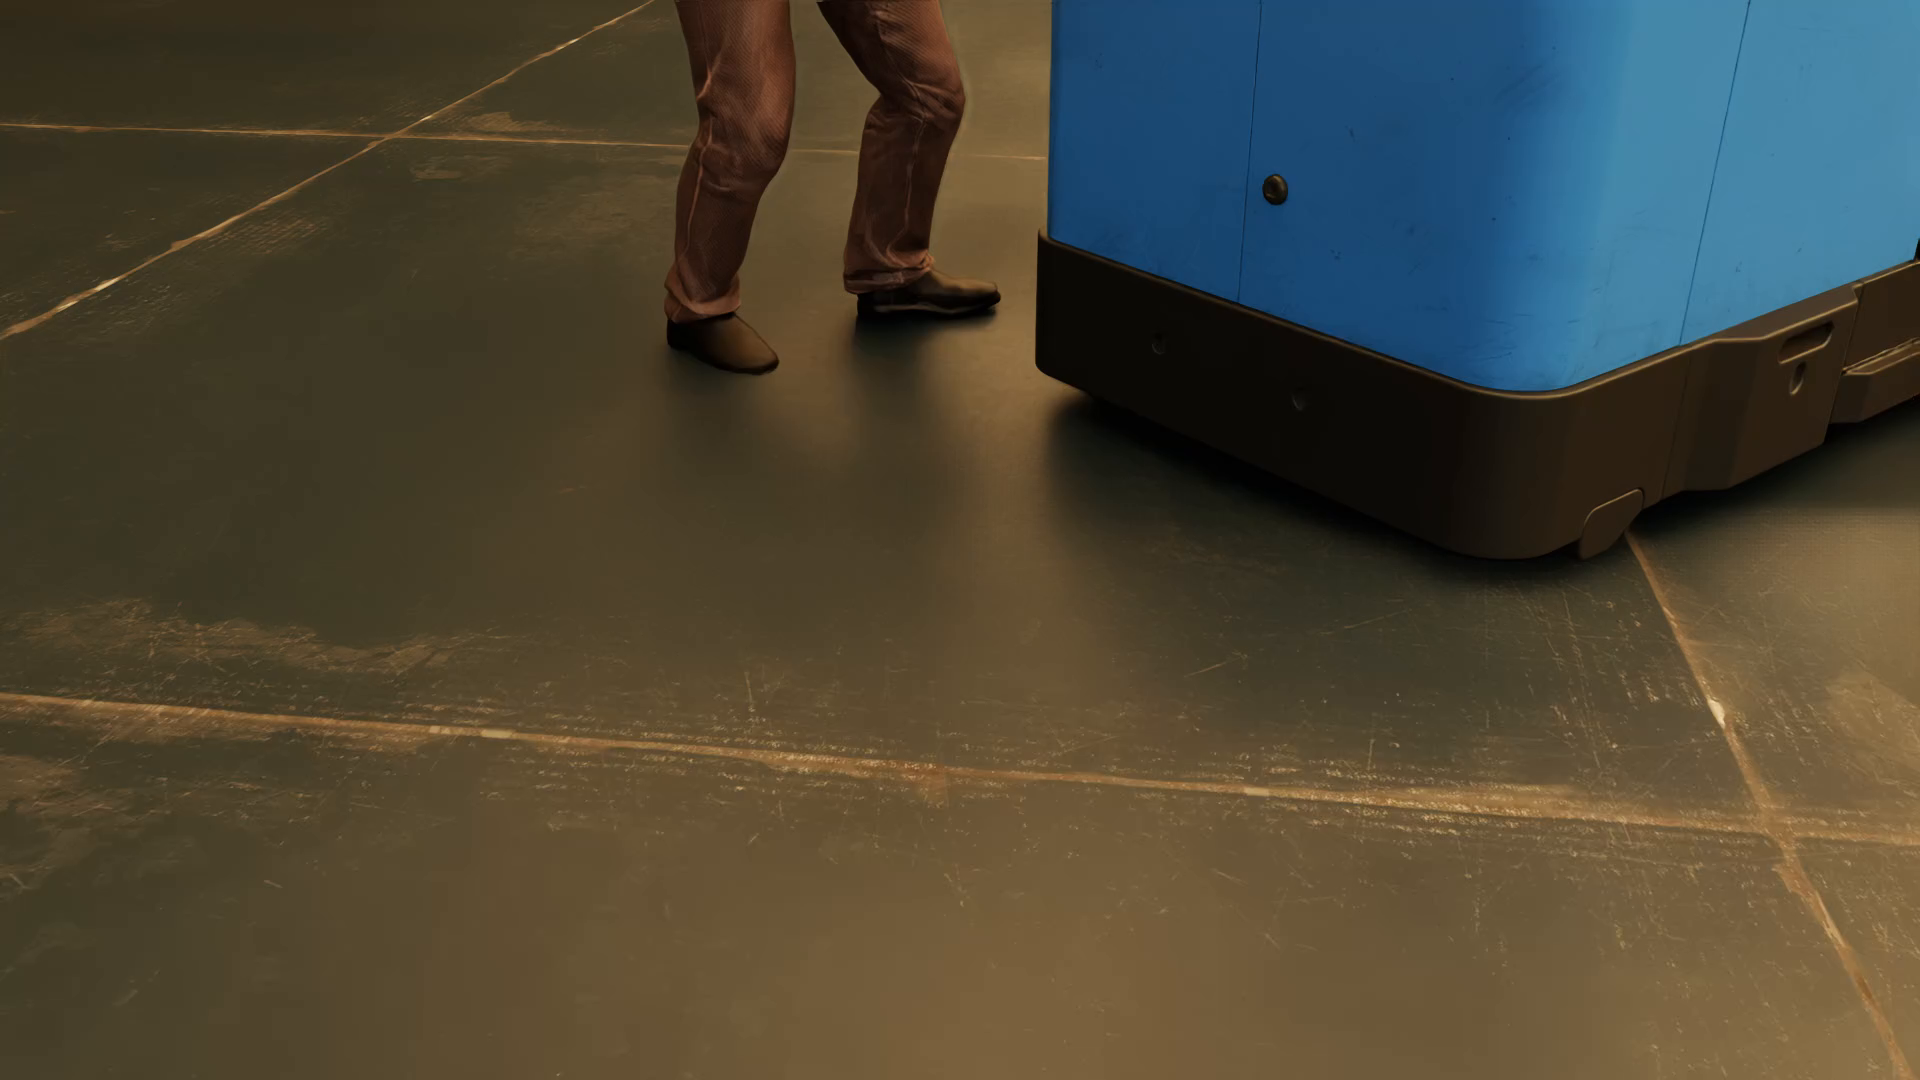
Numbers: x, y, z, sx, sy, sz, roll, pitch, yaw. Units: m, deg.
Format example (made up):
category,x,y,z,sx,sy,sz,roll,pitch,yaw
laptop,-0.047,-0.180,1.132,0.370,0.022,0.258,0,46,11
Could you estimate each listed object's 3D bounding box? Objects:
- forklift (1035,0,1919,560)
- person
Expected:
category,x,y,z,sx,sy,sz,roll,pitch,yaw
forklift,1.611,-1.798,2.821,3.031,2.935,1.130,-19,32,-33
person,-0.320,-1.135,2.920,0.864,1.694,0.408,-23,34,-38
